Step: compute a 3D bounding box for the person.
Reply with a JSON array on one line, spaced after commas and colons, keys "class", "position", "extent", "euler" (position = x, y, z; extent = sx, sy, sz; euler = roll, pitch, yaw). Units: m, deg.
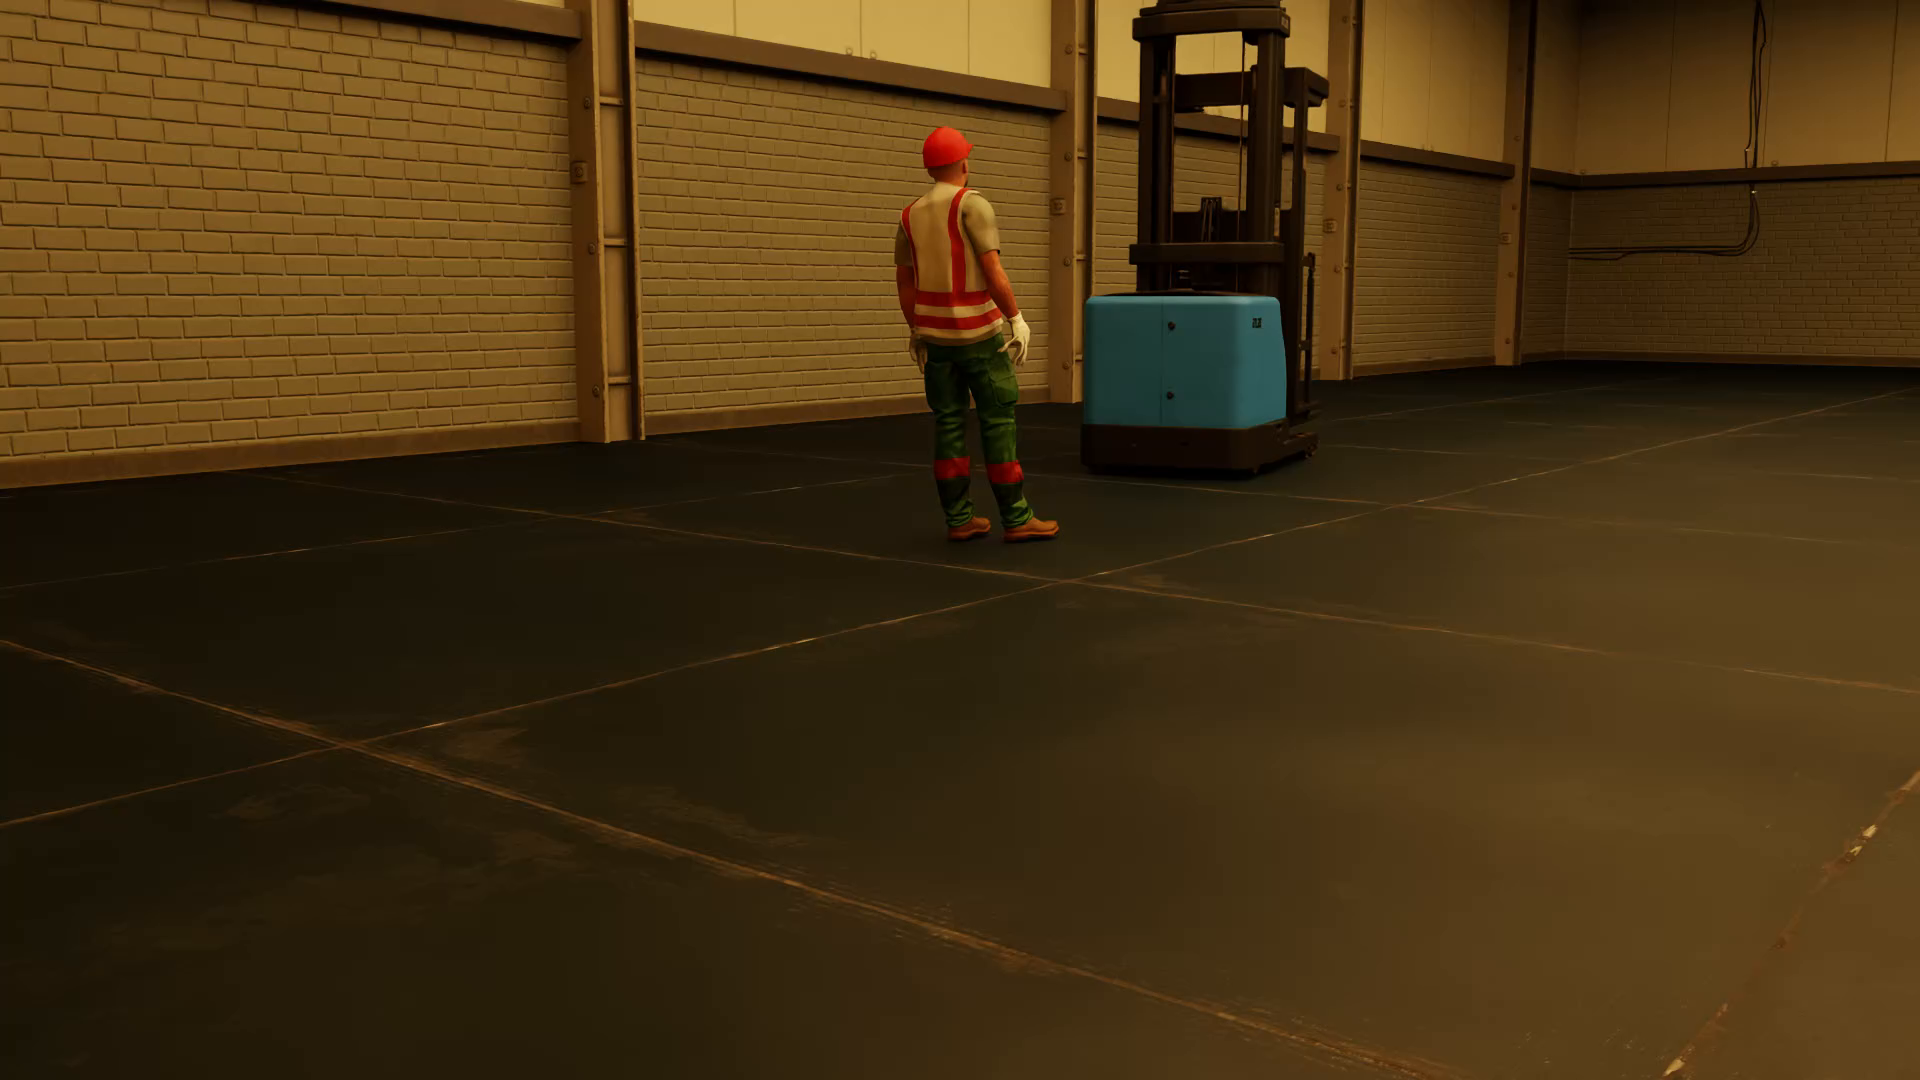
[{"class": "person", "position": [0.060, -0.900, 7.328], "extent": [0.637, 1.787, 0.564], "euler": [7, 11, 38]}]

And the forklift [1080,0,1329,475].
[{"class": "forklift", "position": [1.790, -2.013, 11.037], "extent": [1.130, 2.935, 3.031], "euler": [4, 9, 23]}]
